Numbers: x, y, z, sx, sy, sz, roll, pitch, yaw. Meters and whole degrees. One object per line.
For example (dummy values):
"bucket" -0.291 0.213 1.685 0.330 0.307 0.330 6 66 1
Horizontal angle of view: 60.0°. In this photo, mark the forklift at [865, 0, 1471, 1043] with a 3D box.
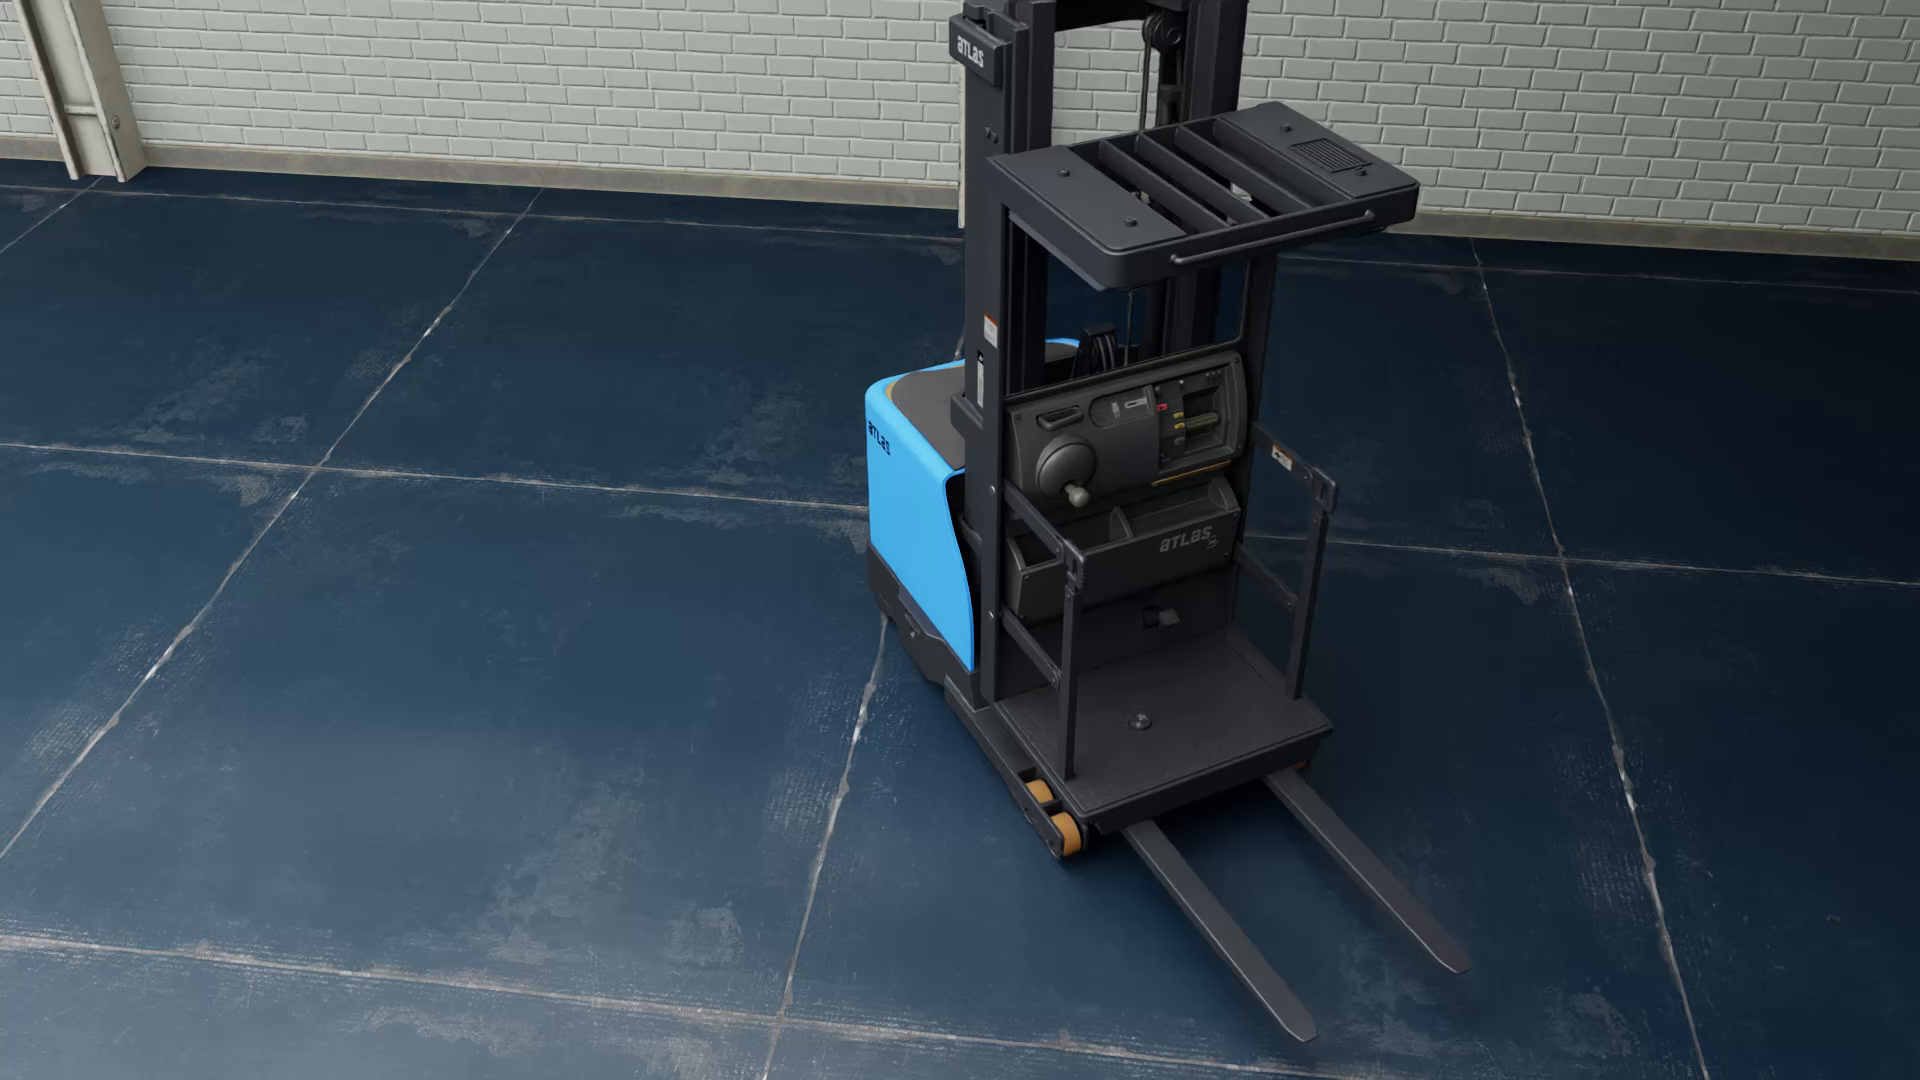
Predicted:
"forklift" 0.699 -0.321 5.677 1.130 2.935 3.031 -16 39 -21

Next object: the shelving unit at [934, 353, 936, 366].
"shelving unit" -0.024 -0.385 7.515 0.210 0.900 0.258 4 36 6

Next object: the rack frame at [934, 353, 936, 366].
"rack frame" -0.125 -0.392 7.525 0.006 0.900 0.240 4 36 6

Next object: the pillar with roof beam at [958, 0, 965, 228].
"pillar with roof beam" -0.342 -3.231 4.530 0.400 9.000 9.100 4 36 6

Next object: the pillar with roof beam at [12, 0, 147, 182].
"pillar with roof beam" -6.293 -3.675 5.152 0.400 9.000 9.100 4 36 6
